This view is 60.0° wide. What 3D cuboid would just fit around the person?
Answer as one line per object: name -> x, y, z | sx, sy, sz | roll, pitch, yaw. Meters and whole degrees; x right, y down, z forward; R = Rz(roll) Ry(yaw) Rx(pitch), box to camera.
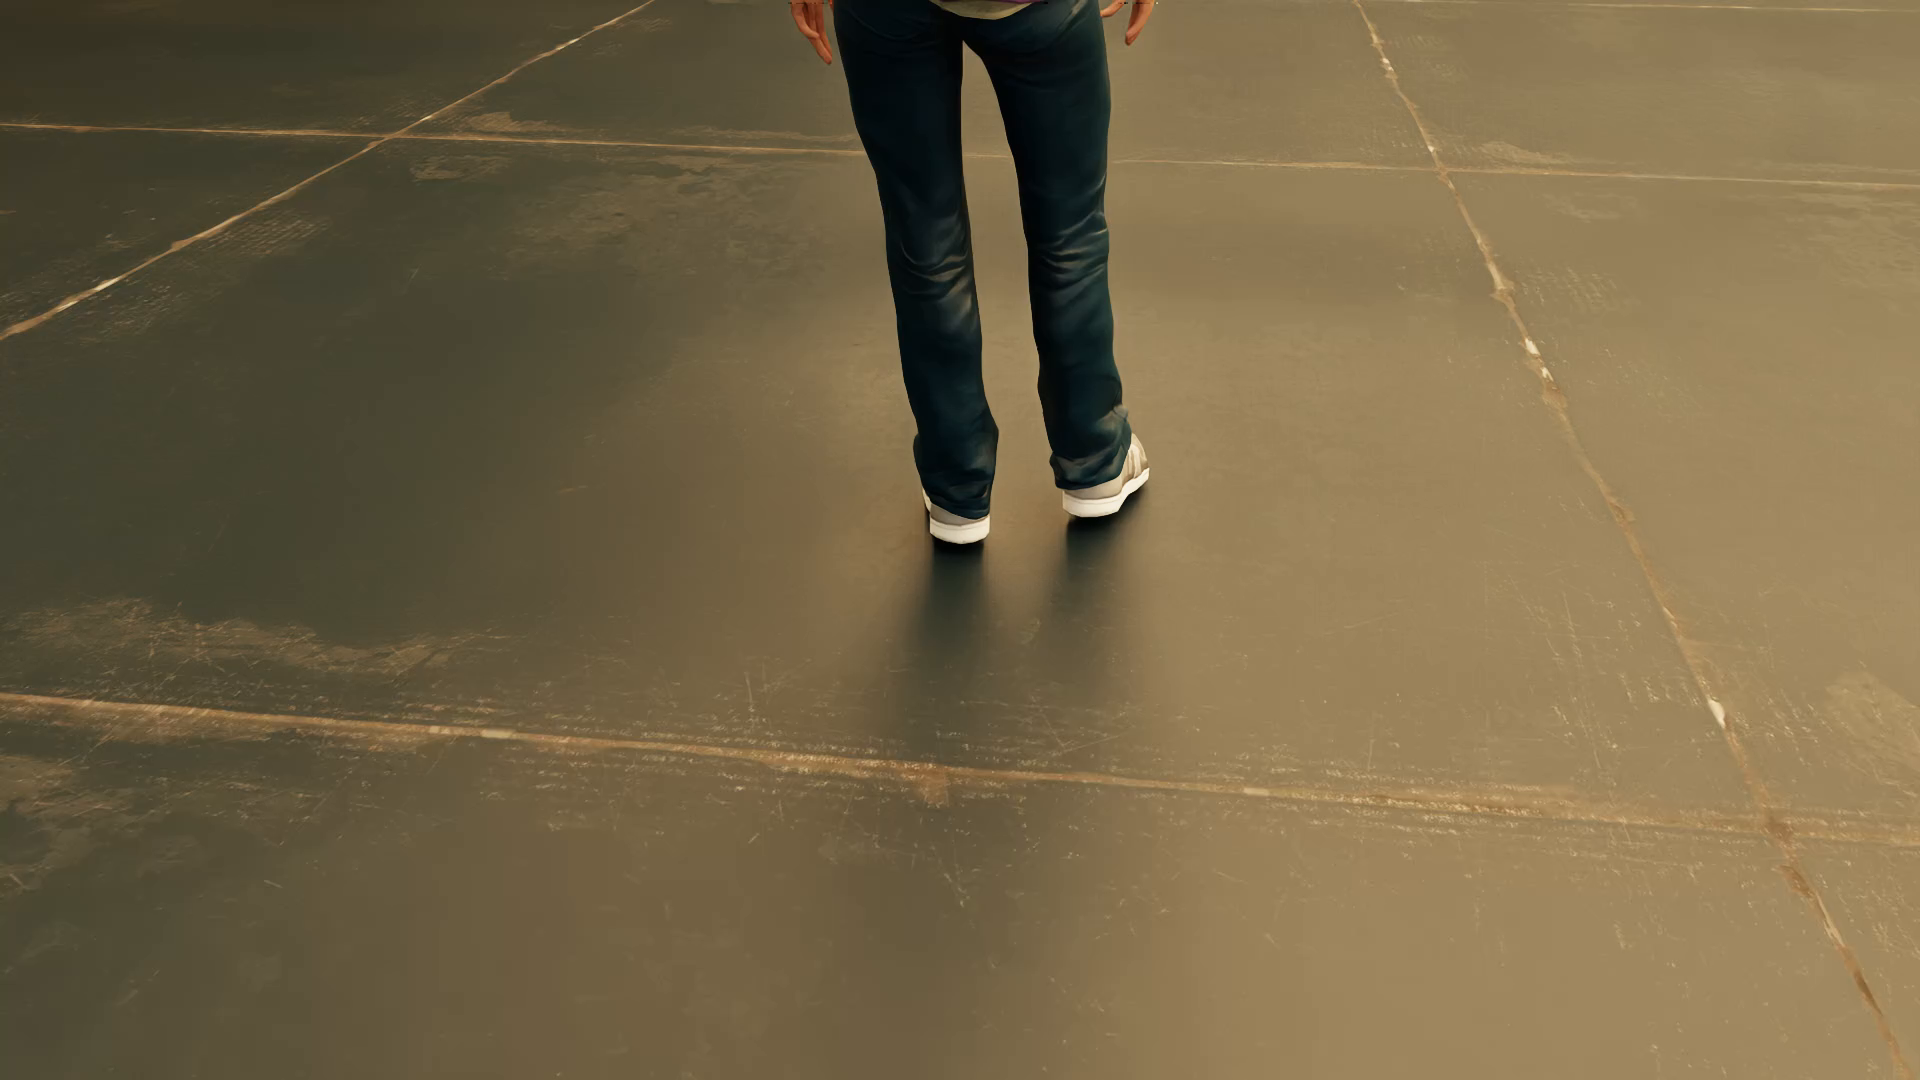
person -> 0.023, -0.753, 2.205 | 0.521, 1.599, 0.473 | 3, 27, 7
